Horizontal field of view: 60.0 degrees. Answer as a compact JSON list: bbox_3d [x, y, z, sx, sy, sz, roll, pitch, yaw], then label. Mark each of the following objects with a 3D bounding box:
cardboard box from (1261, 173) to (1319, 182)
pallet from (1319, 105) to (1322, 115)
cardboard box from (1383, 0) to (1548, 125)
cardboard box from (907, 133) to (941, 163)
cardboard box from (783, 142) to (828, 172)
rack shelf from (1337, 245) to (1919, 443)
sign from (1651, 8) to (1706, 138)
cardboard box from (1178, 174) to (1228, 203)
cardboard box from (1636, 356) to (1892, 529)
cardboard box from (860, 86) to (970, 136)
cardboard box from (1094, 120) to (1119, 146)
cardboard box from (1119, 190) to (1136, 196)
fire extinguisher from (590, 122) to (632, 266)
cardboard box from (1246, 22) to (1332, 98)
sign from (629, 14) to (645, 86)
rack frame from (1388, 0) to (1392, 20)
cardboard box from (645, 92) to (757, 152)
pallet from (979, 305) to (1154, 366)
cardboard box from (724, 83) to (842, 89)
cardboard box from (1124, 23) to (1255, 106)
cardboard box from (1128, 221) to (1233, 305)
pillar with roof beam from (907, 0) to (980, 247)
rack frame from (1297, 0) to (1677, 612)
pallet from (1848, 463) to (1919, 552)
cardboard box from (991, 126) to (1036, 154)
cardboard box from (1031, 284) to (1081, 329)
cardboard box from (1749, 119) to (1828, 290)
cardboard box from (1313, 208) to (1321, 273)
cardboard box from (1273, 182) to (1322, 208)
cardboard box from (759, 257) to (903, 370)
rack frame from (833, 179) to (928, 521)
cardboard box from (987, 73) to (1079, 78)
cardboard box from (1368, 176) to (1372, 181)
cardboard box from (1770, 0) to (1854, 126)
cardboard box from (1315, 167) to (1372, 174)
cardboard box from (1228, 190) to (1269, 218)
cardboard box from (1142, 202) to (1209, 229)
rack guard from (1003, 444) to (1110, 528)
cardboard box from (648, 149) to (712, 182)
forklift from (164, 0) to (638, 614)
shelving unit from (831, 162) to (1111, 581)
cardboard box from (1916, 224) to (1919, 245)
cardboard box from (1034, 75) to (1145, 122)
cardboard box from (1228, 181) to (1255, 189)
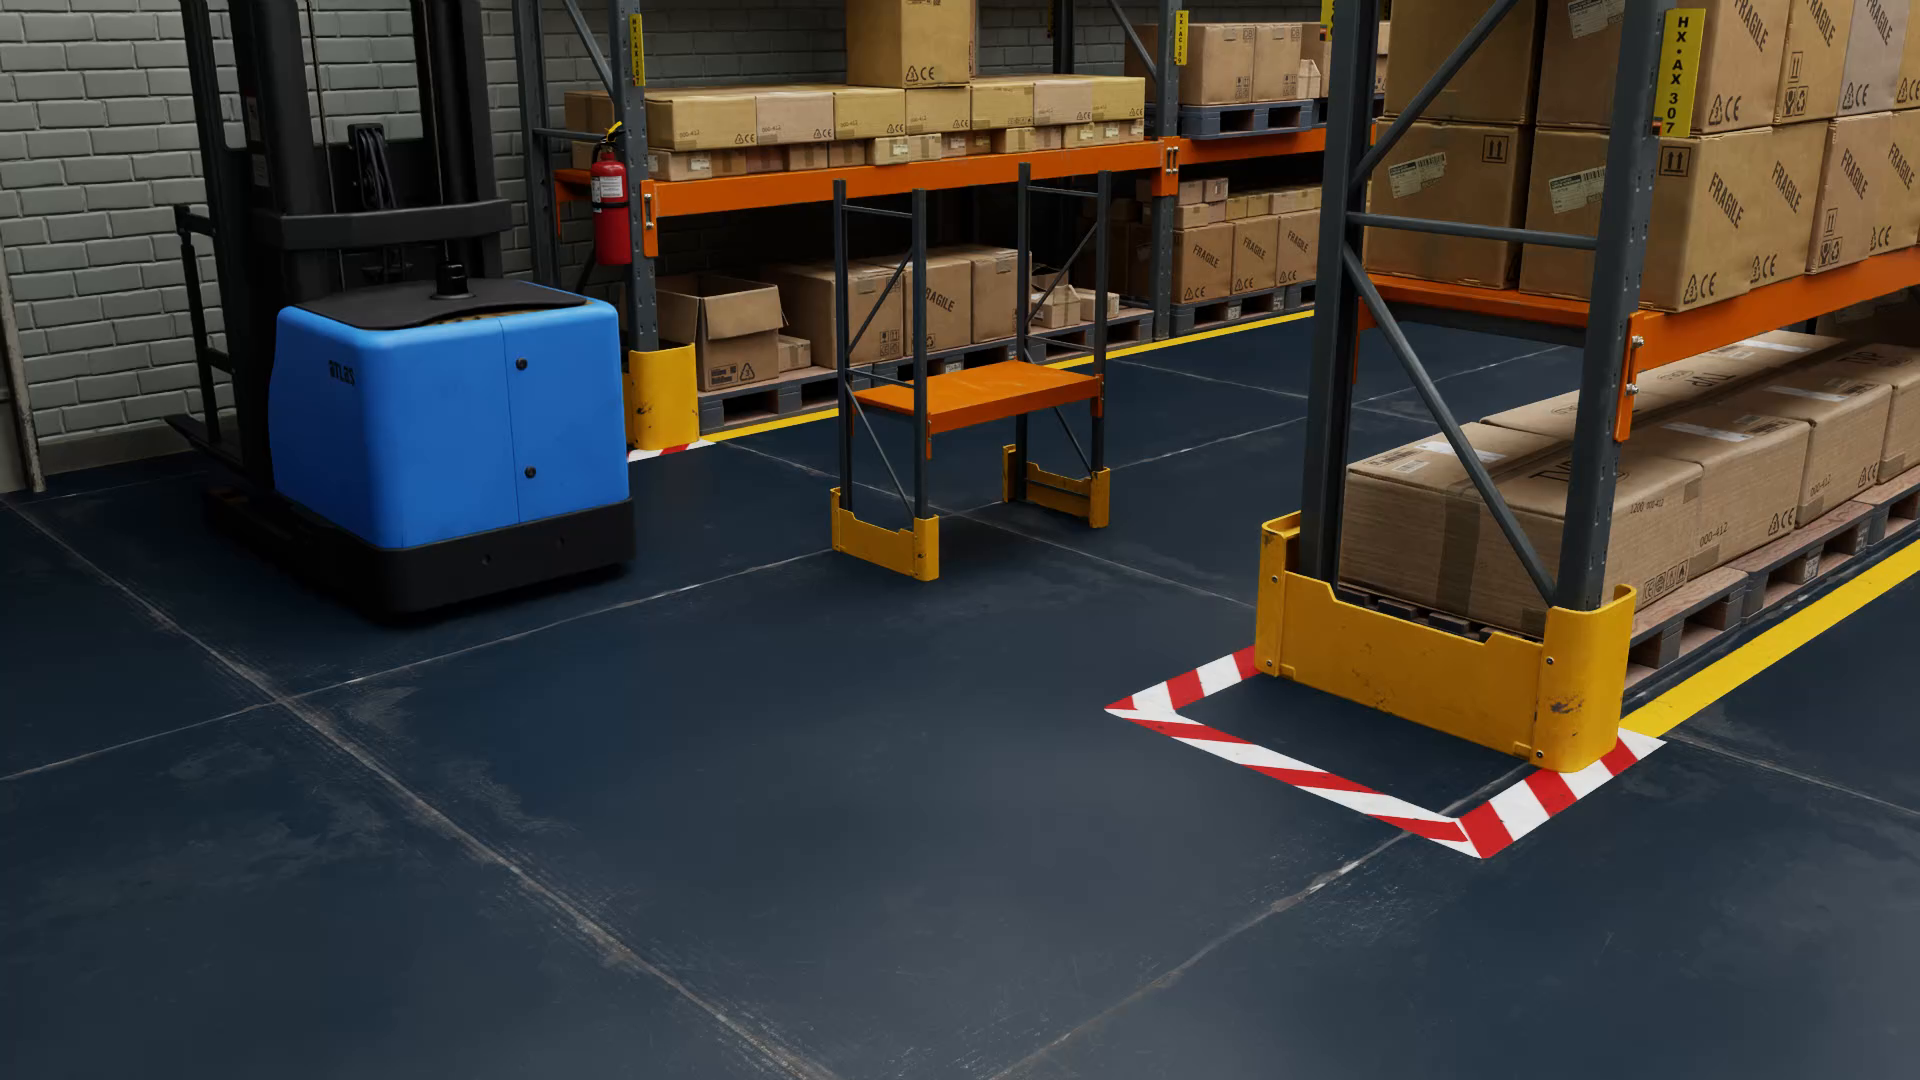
[{"bbox_3d":[2.568,-2.768,12.980,0.250,0.149,0.380,-17,24,-42],"label":"cardboard box"},{"bbox_3d":[3.472,-3.463,13.113,1.003,0.211,1.213,-16,24,-41],"label":"pallet"},{"bbox_3d":[1.703,-1.586,5.228,0.500,0.500,0.500,-15,23,-39],"label":"cardboard box"},{"bbox_3d":[-0.322,-2.229,9.404,0.250,0.149,0.380,-16,24,-40],"label":"cardboard box"},{"bbox_3d":[-0.923,-2.075,8.927,0.250,0.149,0.380,-15,23,-39],"label":"cardboard box"},{"bbox_3d":[2.970,-0.988,6.336,4.000,0.370,1.077,-16,24,-41],"label":"rack shelf"},{"bbox_3d":[1.893,-1.231,4.385,0.005,0.325,0.100,-16,24,-41],"label":"sign"},{"bbox_3d":[1.609,-2.409,11.389,0.380,0.149,0.250,16,24,41],"label":"cardboard box"},{"bbox_3d":[3.243,-0.437,6.941,0.875,0.438,0.875,17,25,42],"label":"cardboard box"},{"bbox_3d":[-0.293,-2.452,9.446,0.500,0.250,0.500,-17,25,-42],"label":"cardboard box"},{"bbox_3d":[0.777,-2.562,10.431,0.250,0.149,0.380,-15,24,-39],"label":"cardboard box"},{"bbox_3d":[1.267,-2.385,11.797,0.250,0.149,0.380,-16,24,-41],"label":"cardboard box"},{"bbox_3d":[-1.686,-1.669,8.000,0.183,0.674,0.296,-16,24,-41],"label":"fire extinguisher"},{"bbox_3d":[2.462,-3.442,11.893,0.500,0.500,0.700,-16,24,-41],"label":"cardboard box"},{"bbox_3d":[-1.524,-2.309,7.838,0.005,0.325,0.100,-16,24,-41],"label":"sign"},{"bbox_3d":[3.916,-3.714,13.575,0.127,3.000,1.000,-16,24,-41],"label":"rack frame"},{"bbox_3d":[-1.382,-2.124,8.434,0.500,0.250,0.500,-16,24,-41],"label":"cardboard box"},{"bbox_3d":[0.510,-1.394,10.943,1.213,0.211,1.003,-16,24,-41],"label":"pallet"},{"bbox_3d":[-1.006,-2.458,9.464,0.500,0.250,0.500,-15,23,-39],"label":"cardboard box"},{"bbox_3d":[1.515,-3.166,11.042,0.500,0.500,0.700,-15,24,-39],"label":"cardboard box"},{"bbox_3d":[1.516,-1.929,11.442,0.500,0.500,0.500,-15,23,-38],"label":"cardboard box"},{"bbox_3d":[2.842,-4.809,7.228,0.400,9.000,9.100,-16,24,-41],"label":"pillar with roof beam"},{"bbox_3d":[1.516,-0.907,4.918,0.127,3.000,1.000,-16,24,-41],"label":"rack frame"},{"bbox_3d":[3.817,-0.284,7.520,1.213,0.211,1.003,-16,24,-41],"label":"pallet"},{"bbox_3d":[0.230,-2.392,9.906,0.250,0.149,0.380,-17,24,-42],"label":"cardboard box"},{"bbox_3d":[0.547,-1.506,10.517,0.258,0.266,0.396,-15,23,-39],"label":"cardboard box"},{"bbox_3d":[2.411,-1.105,5.368,0.500,0.500,0.500,-17,24,-42],"label":"cardboard box"},{"bbox_3d":[2.643,-2.257,12.455,0.500,0.500,0.500,17,24,42],"label":"cardboard box"},{"bbox_3d":[2.535,-2.556,12.325,0.250,0.149,0.380,-16,24,-41],"label":"cardboard box"},{"bbox_3d":[-0.739,-1.310,9.533,0.500,0.500,0.700,-15,23,-39],"label":"cardboard box"},{"bbox_3d":[-0.307,-0.624,6.477,0.032,1.500,0.500,-16,24,-41],"label":"rack frame"},{"bbox_3d":[0.464,-2.892,10.801,0.500,0.250,0.500,-17,24,-41],"label":"cardboard box"},{"bbox_3d":[3.110,-2.715,12.815,0.250,0.149,0.380,-15,23,-39],"label":"cardboard box"},{"bbox_3d":[2.432,-1.579,5.208,0.500,0.500,0.500,-17,25,-42],"label":"cardboard box"},{"bbox_3d":[3.112,-2.942,13.515,0.250,0.149,0.380,-15,23,-39],"label":"cardboard box"},{"bbox_3d":[1.970,-2.396,11.831,0.250,0.149,0.380,-17,24,-42],"label":"cardboard box"},{"bbox_3d":[1.453,-2.202,11.232,0.250,0.149,0.380,-15,23,-38],"label":"cardboard box"},{"bbox_3d":[0.417,-0.241,7.321,0.087,0.250,0.587,-16,24,-41],"label":"rack guard"},{"bbox_3d":[-1.469,-1.907,8.410,0.250,0.149,0.380,-16,24,-41],"label":"cardboard box"},{"bbox_3d":[-2.629,-1.505,6.873,1.130,2.935,3.031,-15,23,-39],"label":"forklift"},{"bbox_3d":[0.055,-0.730,6.803,1.083,1.500,0.587,-16,24,-41],"label":"shelving unit"},{"bbox_3d":[3.536,-1.426,6.358,0.500,0.500,0.500,-17,24,-42],"label":"cardboard box"},{"bbox_3d":[0.807,-2.774,10.437,0.500,0.250,0.500,-15,24,-39],"label":"cardboard box"},{"bbox_3d":[1.990,-2.612,12.497,0.250,0.149,0.380,-16,24,-40],"label":"cardboard box"}]
